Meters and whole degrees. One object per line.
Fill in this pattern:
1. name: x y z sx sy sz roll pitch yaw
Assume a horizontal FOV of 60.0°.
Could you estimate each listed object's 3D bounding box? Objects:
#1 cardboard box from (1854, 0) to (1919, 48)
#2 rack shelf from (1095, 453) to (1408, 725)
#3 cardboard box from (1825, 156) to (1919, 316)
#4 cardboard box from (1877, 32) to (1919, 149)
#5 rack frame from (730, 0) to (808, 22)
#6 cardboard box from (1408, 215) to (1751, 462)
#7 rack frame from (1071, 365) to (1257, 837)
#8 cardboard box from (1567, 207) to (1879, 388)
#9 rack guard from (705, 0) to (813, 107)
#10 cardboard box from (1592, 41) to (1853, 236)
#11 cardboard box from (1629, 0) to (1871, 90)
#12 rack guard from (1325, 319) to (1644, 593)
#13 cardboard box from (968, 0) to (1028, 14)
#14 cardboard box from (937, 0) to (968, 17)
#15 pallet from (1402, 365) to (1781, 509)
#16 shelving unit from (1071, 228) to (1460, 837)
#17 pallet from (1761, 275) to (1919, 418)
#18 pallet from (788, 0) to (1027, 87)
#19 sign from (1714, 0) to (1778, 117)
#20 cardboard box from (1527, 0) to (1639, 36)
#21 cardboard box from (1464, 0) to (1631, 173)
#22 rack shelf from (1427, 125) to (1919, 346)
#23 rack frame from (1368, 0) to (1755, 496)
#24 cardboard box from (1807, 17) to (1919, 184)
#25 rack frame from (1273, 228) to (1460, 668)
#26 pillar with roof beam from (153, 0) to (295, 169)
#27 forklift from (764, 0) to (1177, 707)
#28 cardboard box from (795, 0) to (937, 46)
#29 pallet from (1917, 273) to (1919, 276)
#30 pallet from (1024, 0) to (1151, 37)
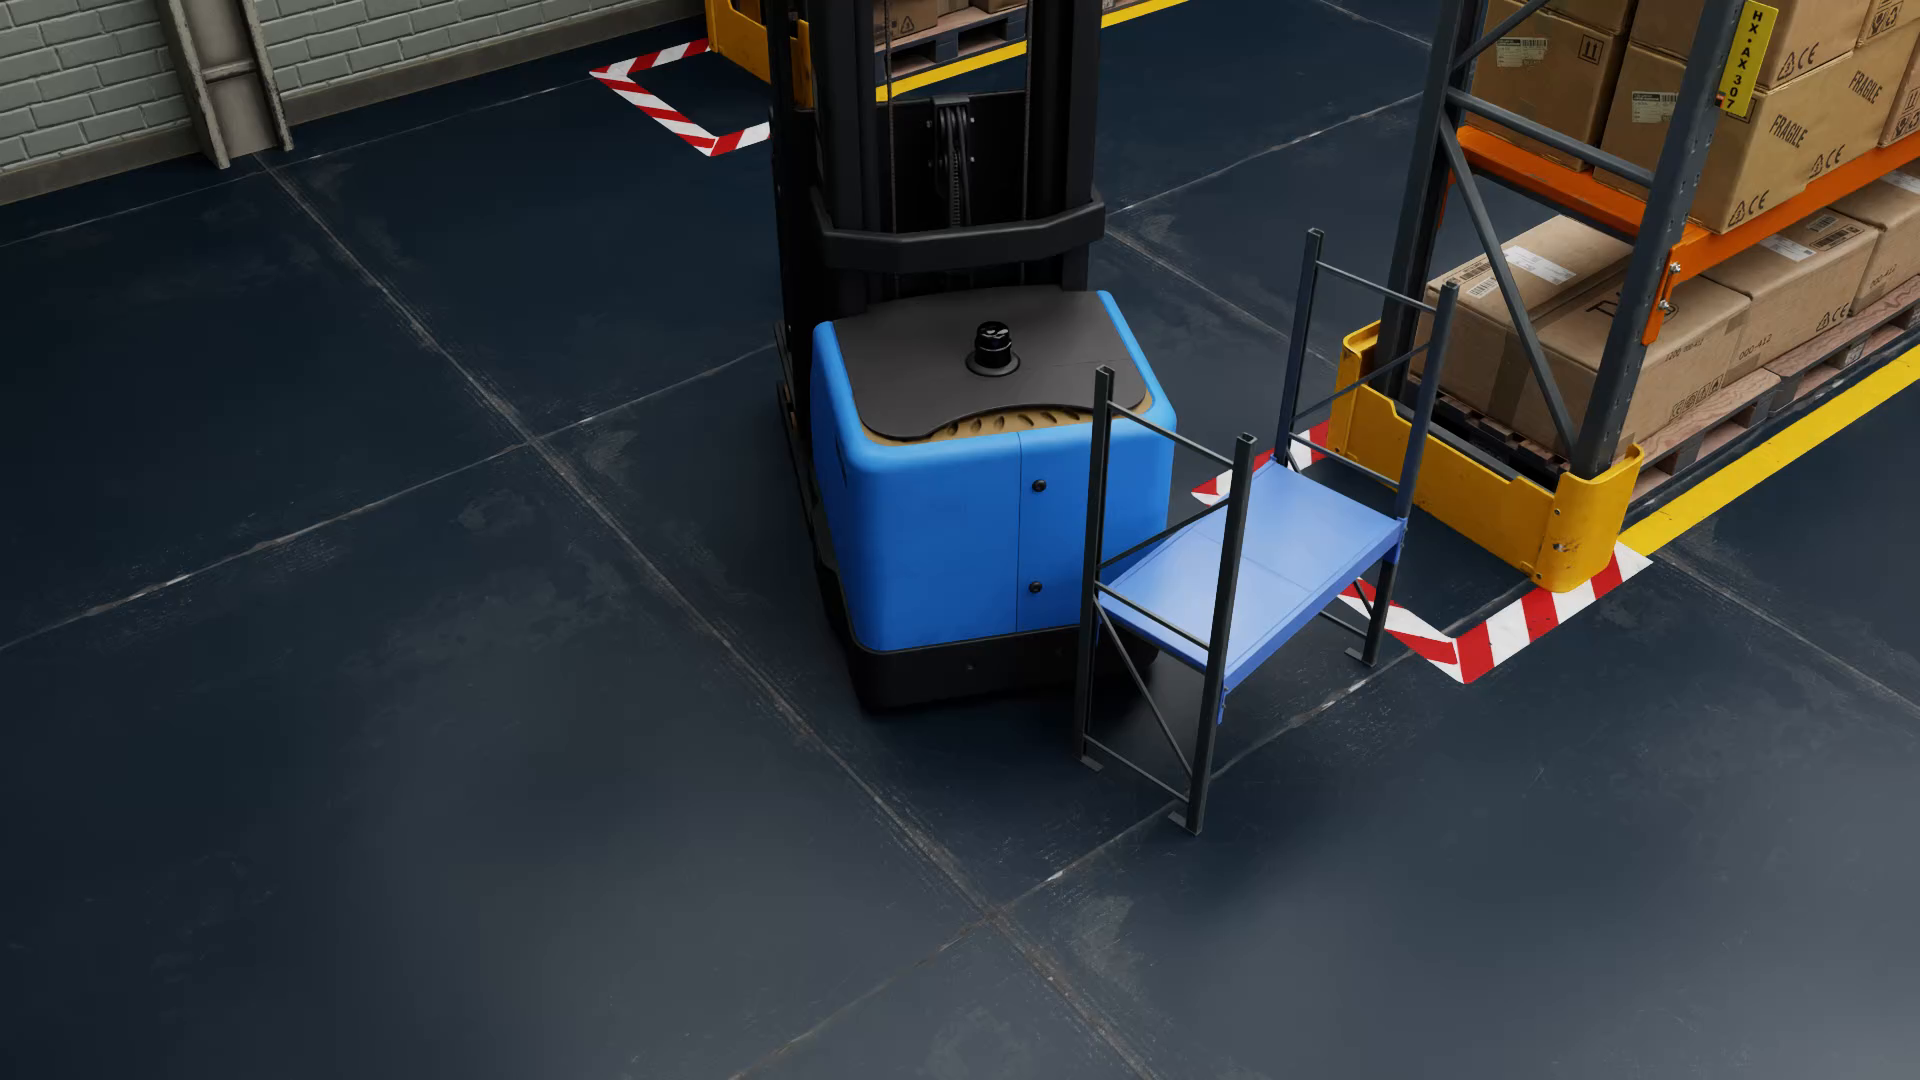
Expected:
1. cardboard box: 2.917 -1.990 5.443 0.500 0.500 0.500 -27 47 -29
2. rack shelf: 0.898 0.124 5.199 0.538 0.185 1.000 30 48 31
3. cardboard box: 3.856 -1.502 7.405 0.875 0.438 0.875 -27 47 -29
4. cardboard box: 3.311 -1.796 5.995 0.500 0.500 0.500 -26 46 -28
5. rack frame: -1.070 -3.814 8.534 0.127 3.000 1.000 -26 46 -28
6. cardboard box: 2.420 -0.796 6.545 0.875 0.438 0.875 -28 47 -29
7. rack frame: 0.556 0.223 4.795 0.500 1.500 0.032 30 48 31
8. cardboard box: 3.140 -1.154 6.981 0.875 0.438 0.875 -25 45 -27
9. rack guard: -1.010 -2.877 9.363 0.348 0.500 1.175 -26 46 -28
10. cardboard box: 2.513 -1.399 5.511 0.500 0.500 0.500 -26 46 -28
11. cardboard box: 2.511 -1.787 5.196 0.500 0.500 0.500 -27 46 -29
12. rack guard: 1.938 -0.343 6.274 0.348 0.500 1.175 -26 46 -28
13. cardboard box: 0.174 -3.509 9.803 0.500 0.500 0.700 -24 45 -26
14. cardboard box: -0.167 -3.207 9.711 0.250 0.149 0.380 -28 47 -30
15. pallet: 2.544 -0.589 6.802 1.213 0.211 1.003 -26 46 -28
16. shelving unit: 0.899 -0.015 5.085 0.538 1.500 1.048 30 48 31
17. pallet: 3.510 -1.058 7.374 1.213 0.211 1.003 -26 46 -28
18. pallet: -0.378 -3.074 9.830 1.213 0.211 1.003 -26 46 -28
19. sign: 2.291 -1.403 4.850 0.005 0.325 0.100 -26 46 -28
20. cardboard box: 2.194 -2.050 5.517 0.500 0.500 0.500 -24 45 -27
21. cardboard box: 2.179 -1.677 5.851 0.500 0.500 0.500 -26 46 -28
22. rack shelf: 3.543 -1.814 6.663 4.000 0.370 1.077 -26 46 -28
23. rack frame: 1.957 -1.319 5.493 0.127 3.000 1.000 -26 46 -28
24. cardboard box: 2.897 -1.608 5.767 0.500 0.500 0.500 -27 46 -29
25. rack frame: 1.242 -0.253 5.375 0.500 1.500 0.032 30 48 31
26. pillar with roof beam: -1.134 -3.380 3.275 0.400 9.000 9.100 -26 46 -28
27. forklift: -0.131 -1.524 5.796 1.130 2.935 3.031 -8 40 -9
28. cardboard box: -0.528 -3.200 9.423 0.637 0.503 0.797 -28 47 -30
29. pallet: 4.478 -1.532 7.952 1.213 0.211 1.003 -26 46 -28
30. pallet: 0.588 -3.542 10.402 1.213 0.211 1.003 -26 46 -28
